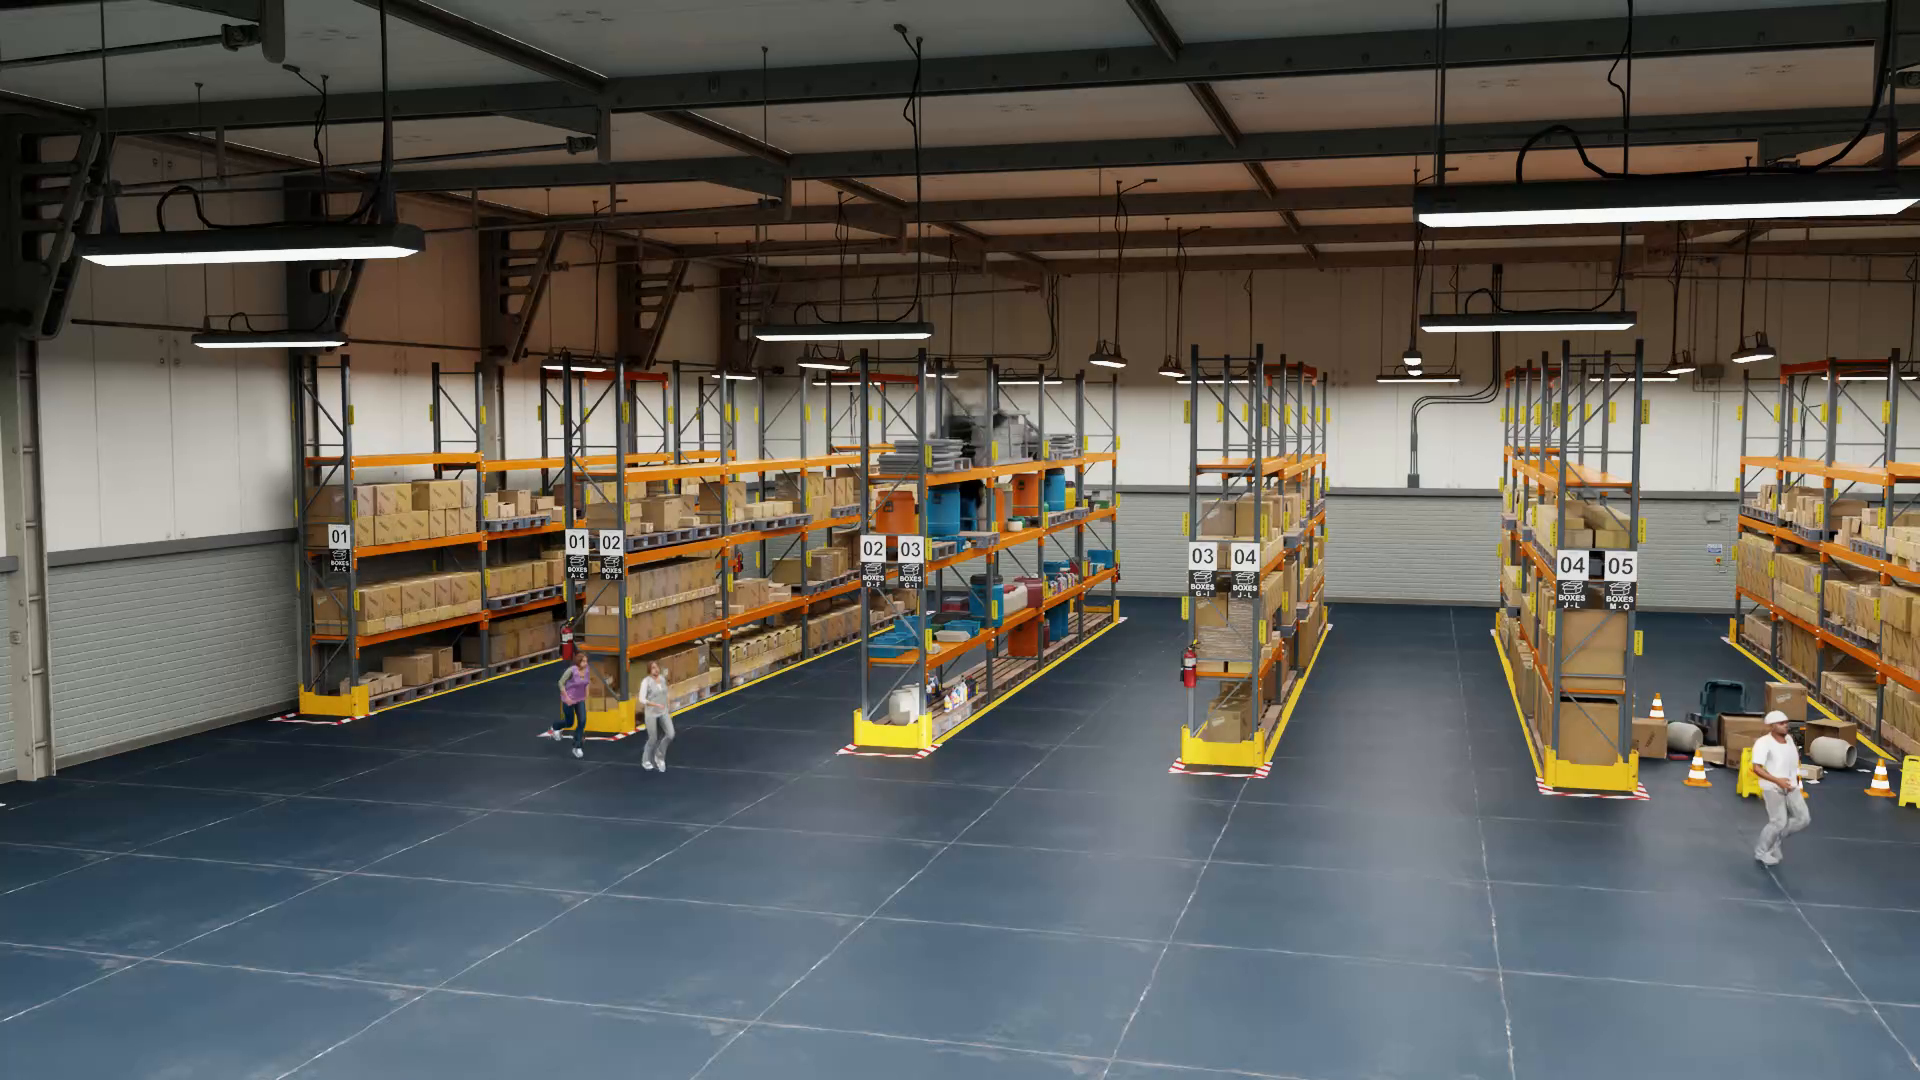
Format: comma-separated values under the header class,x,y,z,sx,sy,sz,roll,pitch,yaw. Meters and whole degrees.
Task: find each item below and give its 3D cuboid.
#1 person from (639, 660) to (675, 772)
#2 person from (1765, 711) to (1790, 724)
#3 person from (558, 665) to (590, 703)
class,x,y,z,sx,sy,sz,roll,pitch,yaw
person,-4.255,2.465,23.325,0.545,1.578,0.629,-4,6,-41
person,9.075,1.978,18.435,0.211,0.169,0.287,-2,5,-25
person,-5.677,2.116,24.562,0.414,0.575,0.547,3,5,38
